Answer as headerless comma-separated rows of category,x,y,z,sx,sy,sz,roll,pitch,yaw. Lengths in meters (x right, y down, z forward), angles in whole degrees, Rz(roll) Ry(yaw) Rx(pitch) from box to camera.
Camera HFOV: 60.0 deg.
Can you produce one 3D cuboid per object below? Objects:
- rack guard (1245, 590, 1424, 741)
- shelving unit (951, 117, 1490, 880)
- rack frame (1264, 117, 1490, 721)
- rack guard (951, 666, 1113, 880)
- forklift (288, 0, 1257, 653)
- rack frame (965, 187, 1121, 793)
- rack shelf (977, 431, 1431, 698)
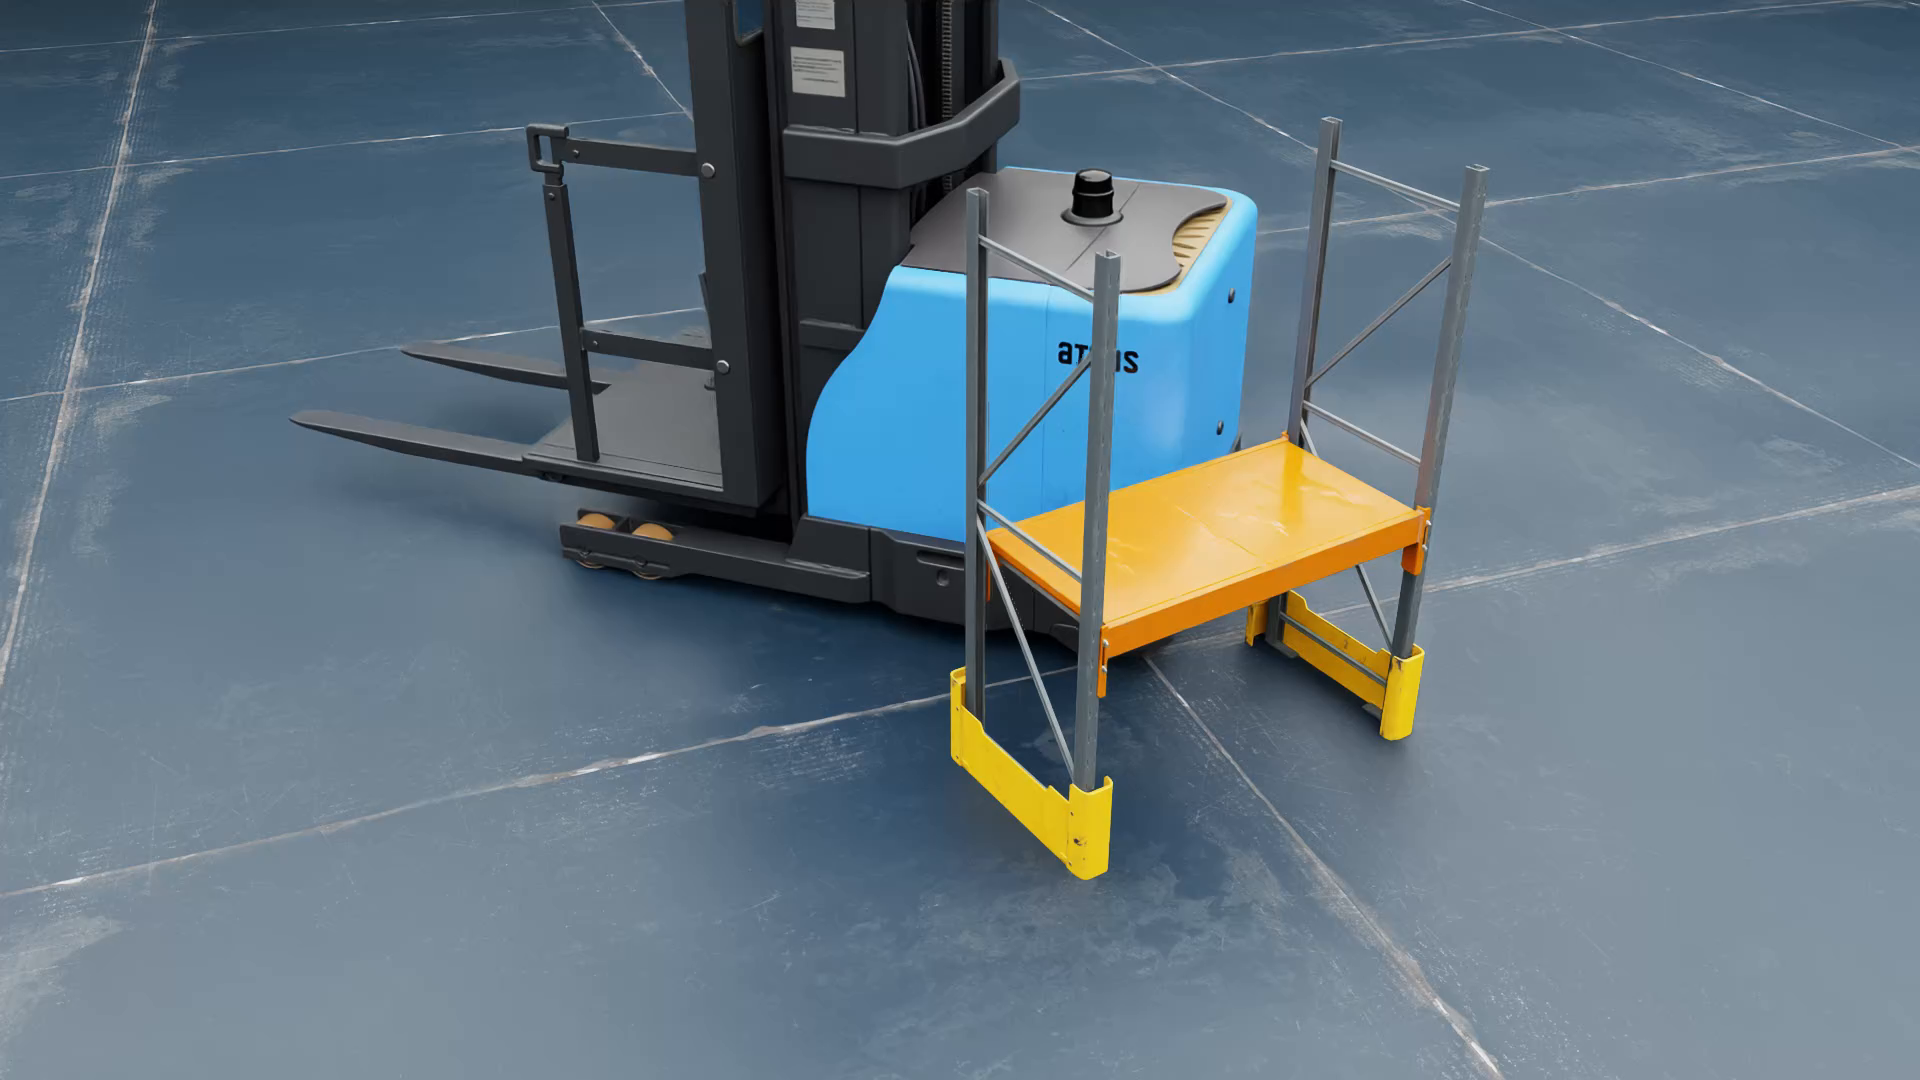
rack guard,1.000,0.285,4.496,0.087,0.250,0.587,-18,34,-28
shelving unit,0.581,-0.124,3.953,1.083,1.500,0.587,-18,34,-28
rack frame,1.016,-0.263,4.196,0.032,1.500,0.500,-18,34,-28
rack guard,0.162,0.552,4.029,0.087,0.250,0.587,-18,34,-28
forklift,-0.689,-1.387,4.724,3.031,2.935,1.130,10,31,17
rack frame,0.160,0.009,3.719,0.032,1.500,0.500,-18,34,-28
rack shelf,0.588,0.029,4.047,1.000,0.185,0.538,-18,34,-28
